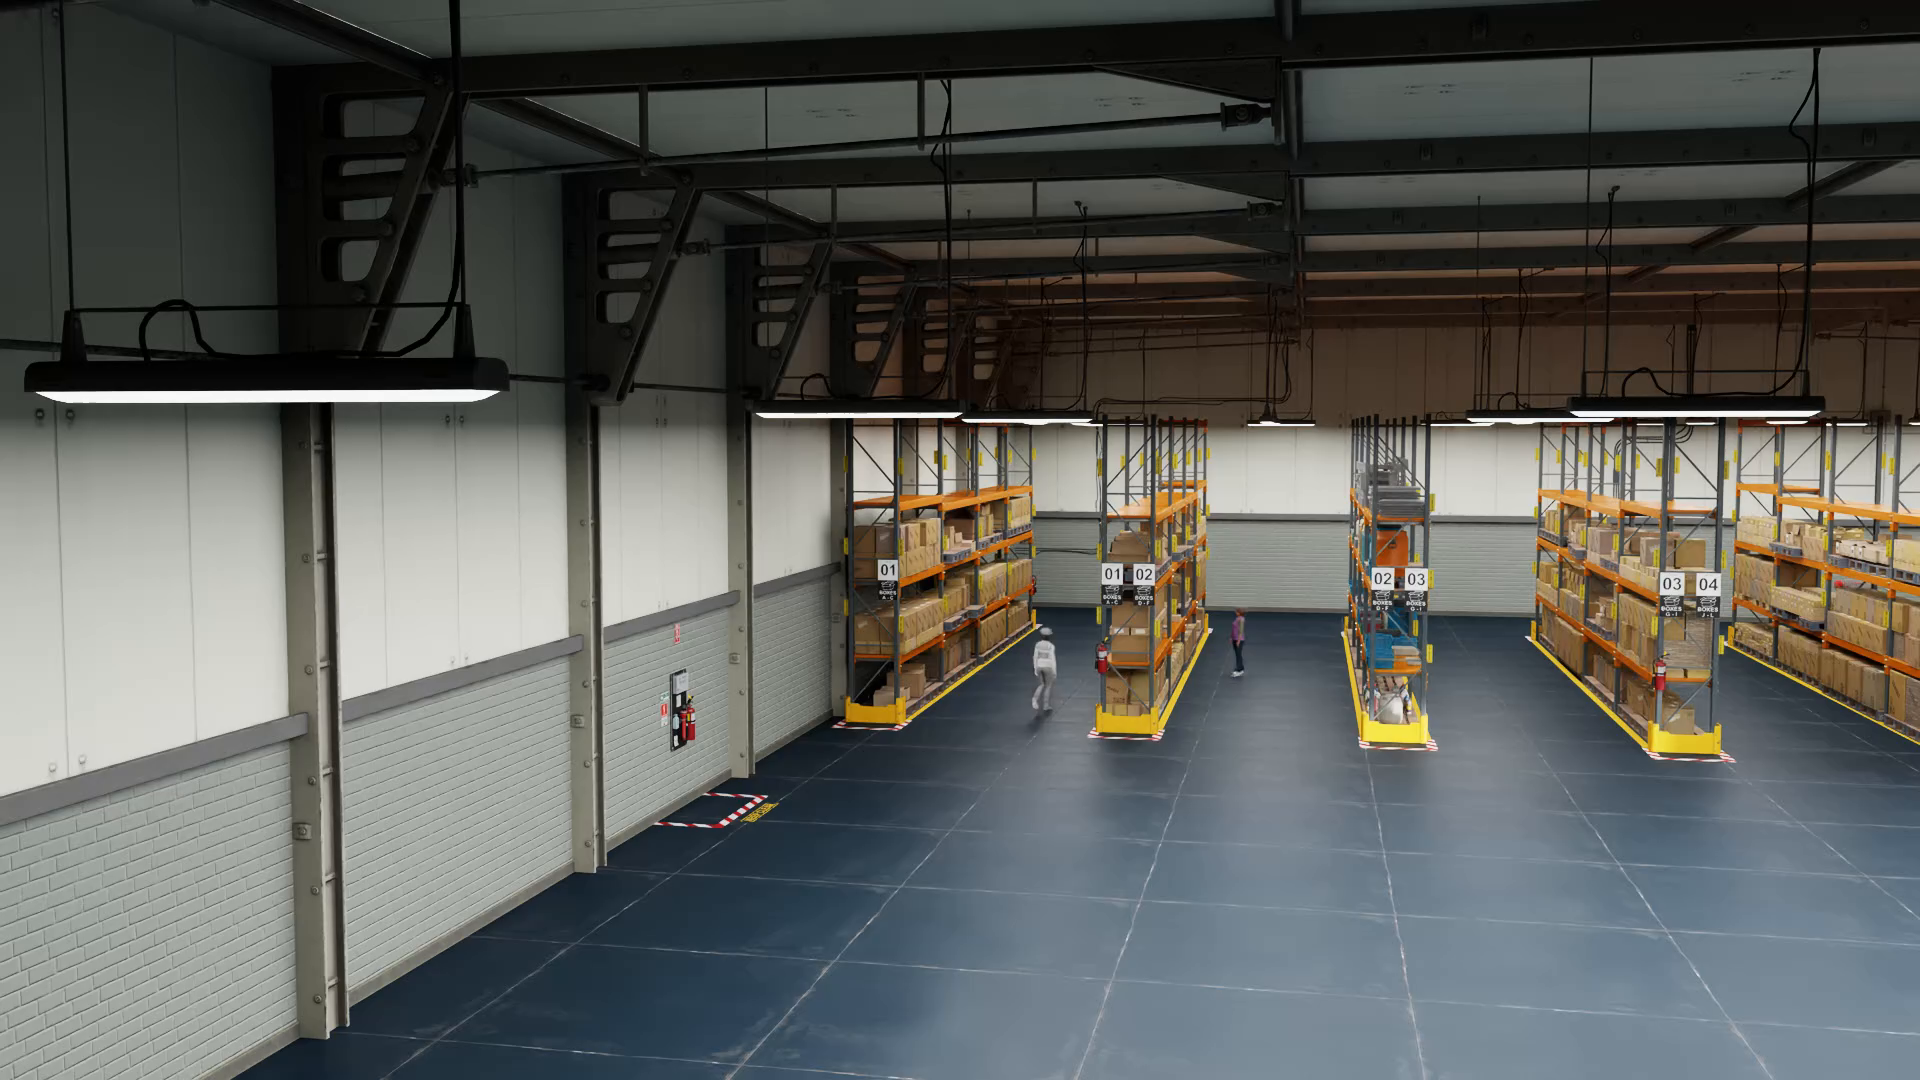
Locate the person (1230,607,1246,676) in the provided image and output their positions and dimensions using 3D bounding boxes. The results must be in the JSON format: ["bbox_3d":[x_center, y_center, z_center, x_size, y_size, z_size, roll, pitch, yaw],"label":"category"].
[{"bbox_3d":[6.467,2.358,38.755,0.485,1.615,0.434,-2,4,-25],"label":"person"}]

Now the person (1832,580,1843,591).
[{"bbox_3d":[22.904,1.943,43.454,0.667,1.787,0.795,-3,5,-39],"label":"person"}]

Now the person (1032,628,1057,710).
[{"bbox_3d":[1.711,2.624,33.734,0.483,1.677,0.496,4,5,45],"label":"person"}]
